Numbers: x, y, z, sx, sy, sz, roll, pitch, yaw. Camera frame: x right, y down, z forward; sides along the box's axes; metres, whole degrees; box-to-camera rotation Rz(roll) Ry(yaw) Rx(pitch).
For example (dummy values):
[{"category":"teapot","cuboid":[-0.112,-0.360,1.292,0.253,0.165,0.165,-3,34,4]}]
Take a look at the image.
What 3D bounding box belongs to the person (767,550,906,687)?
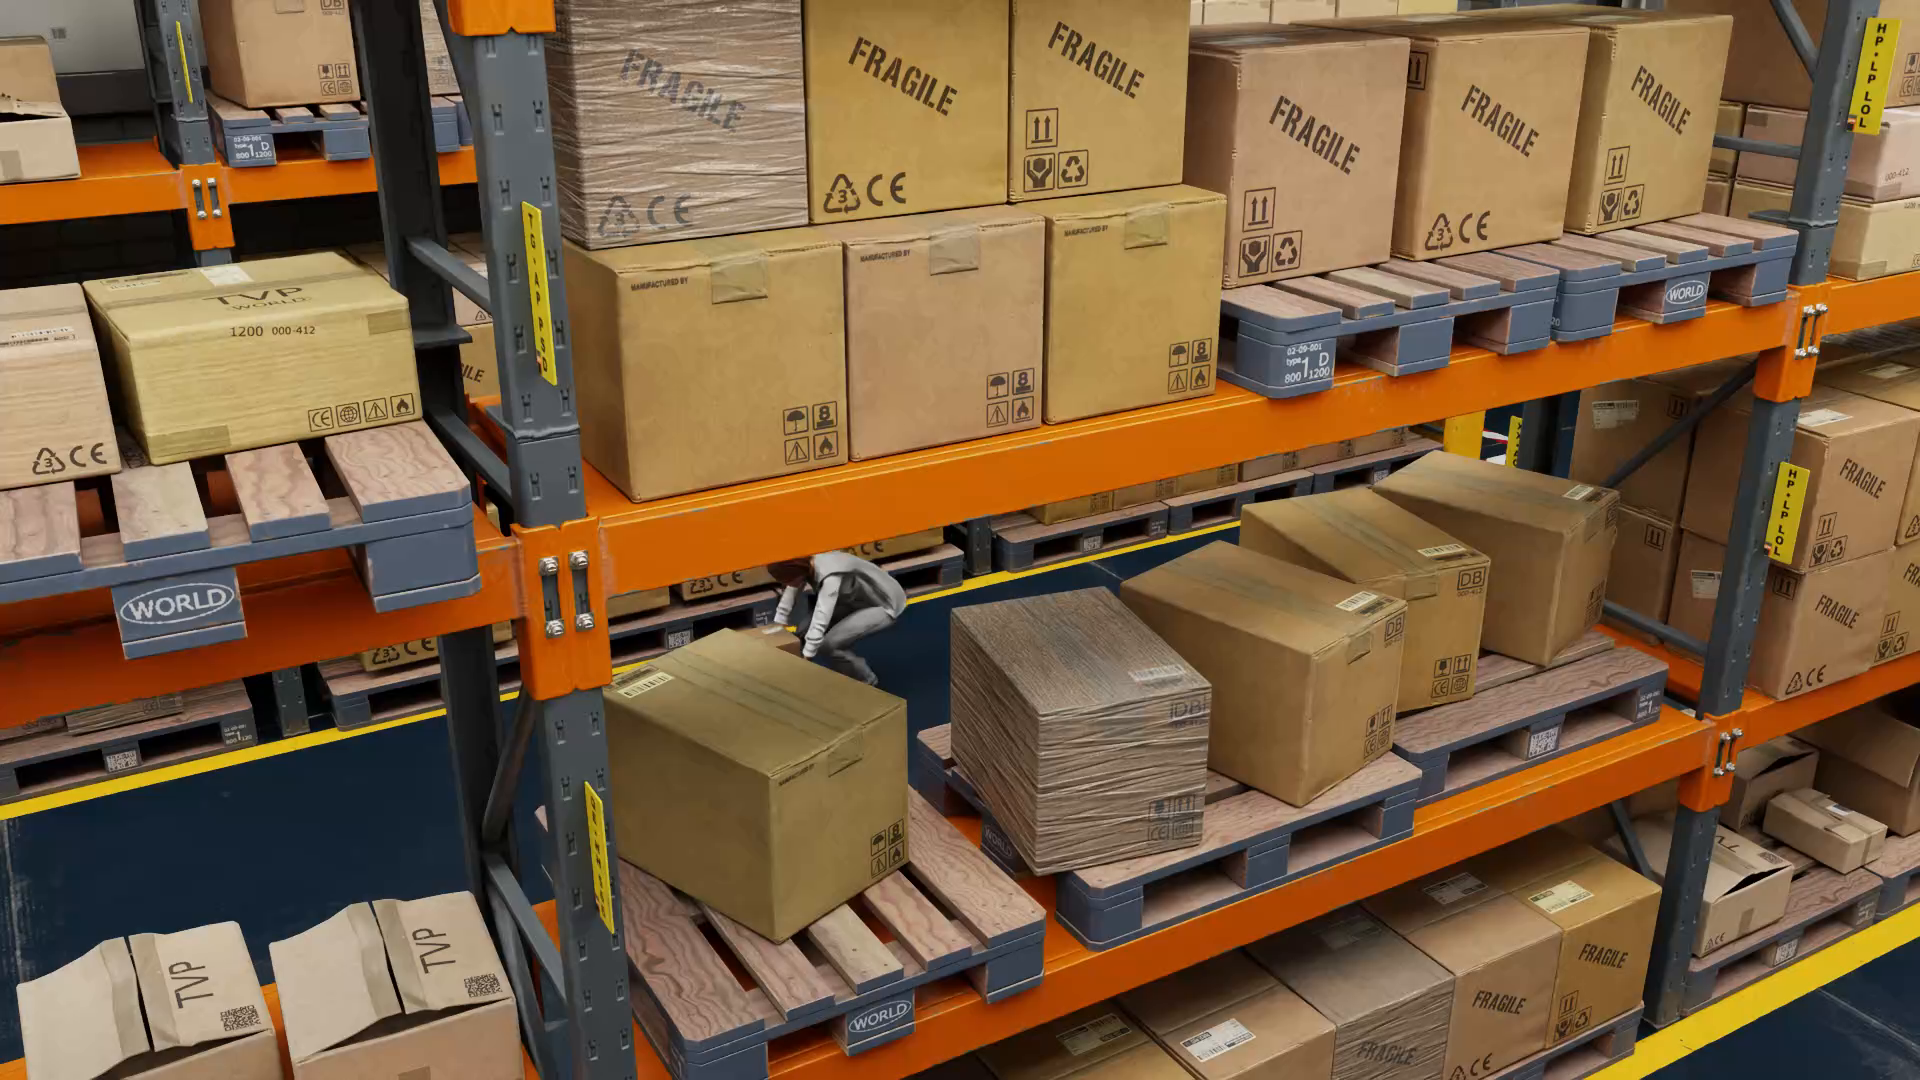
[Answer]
[{"category":"person","cuboid":[-0.631,0.399,8.484,0.782,0.948,0.452,-12,25,-27]}]
